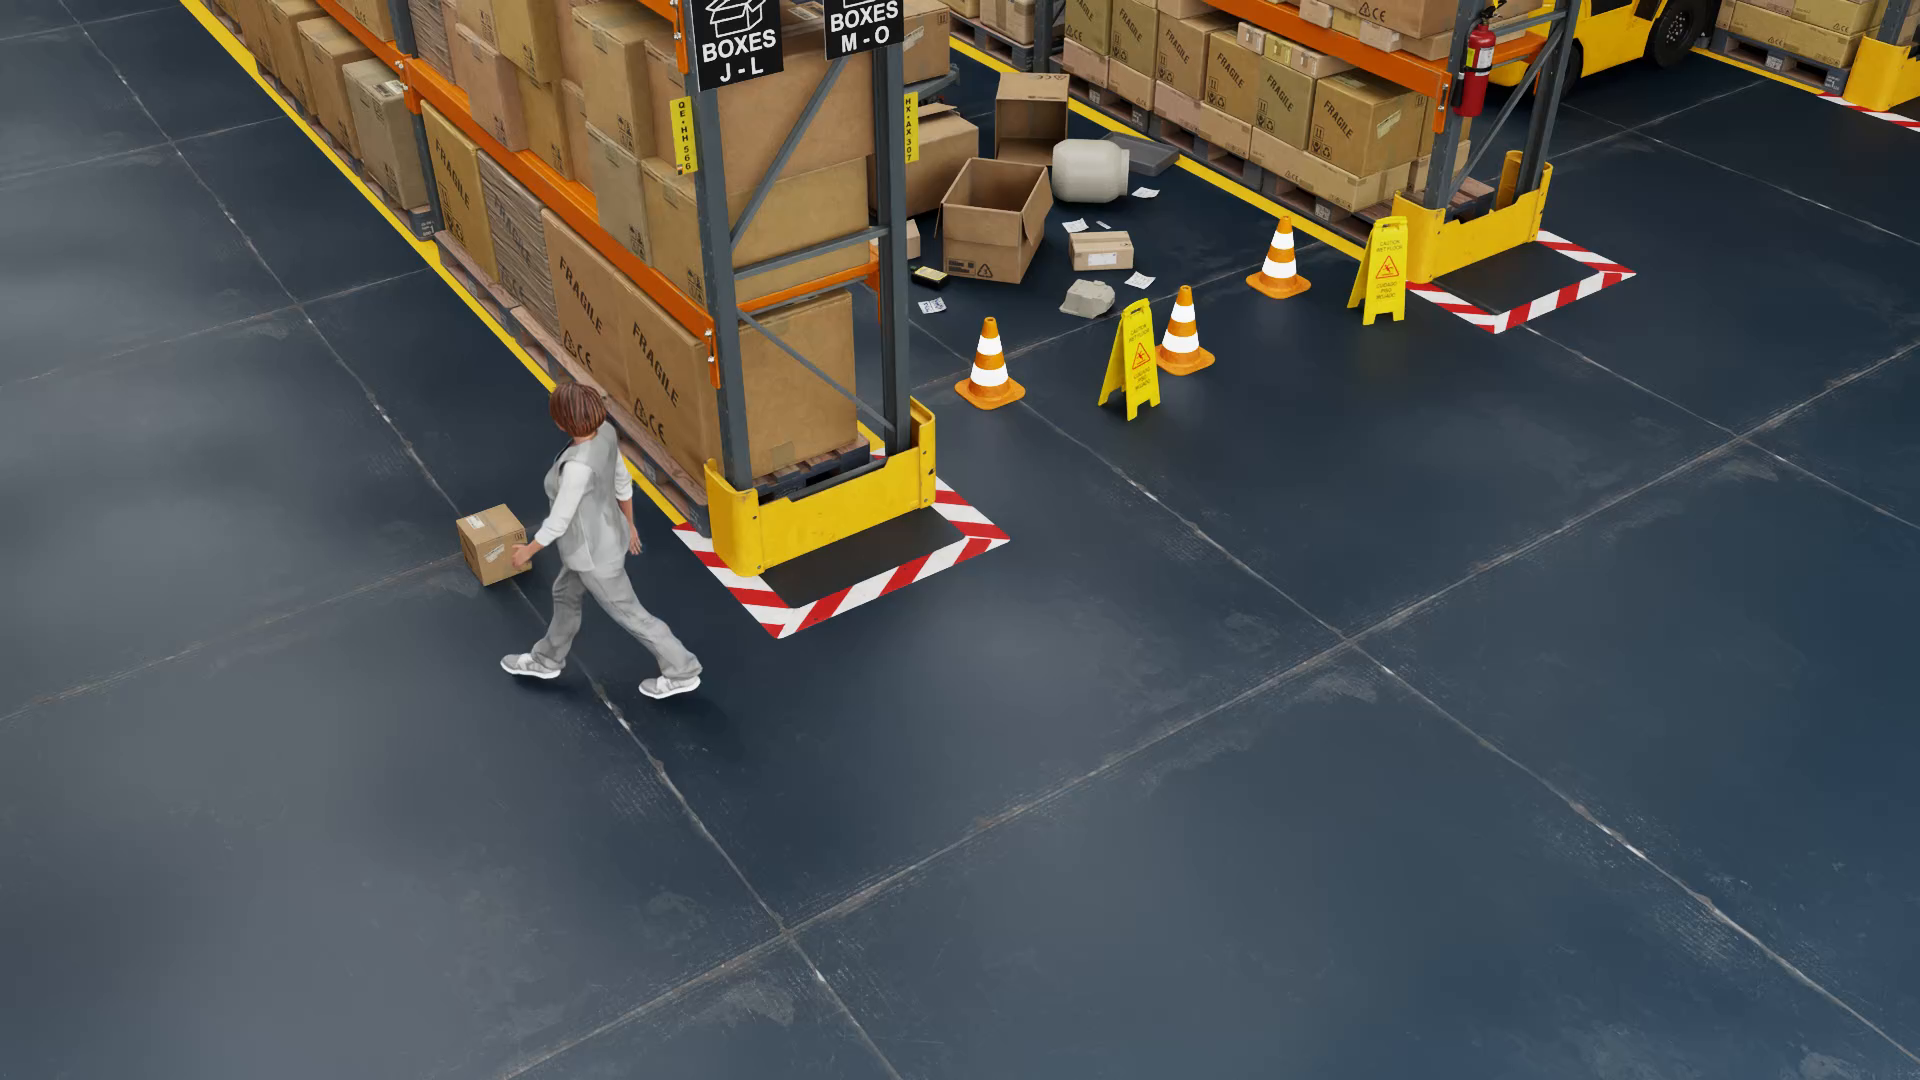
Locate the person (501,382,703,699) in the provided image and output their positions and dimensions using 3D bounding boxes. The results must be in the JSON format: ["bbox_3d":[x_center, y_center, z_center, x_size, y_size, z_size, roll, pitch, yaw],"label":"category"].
[{"bbox_3d":[-1.599,0.011,6.972,0.928,1.540,0.417,0,37,1],"label":"person"}]
